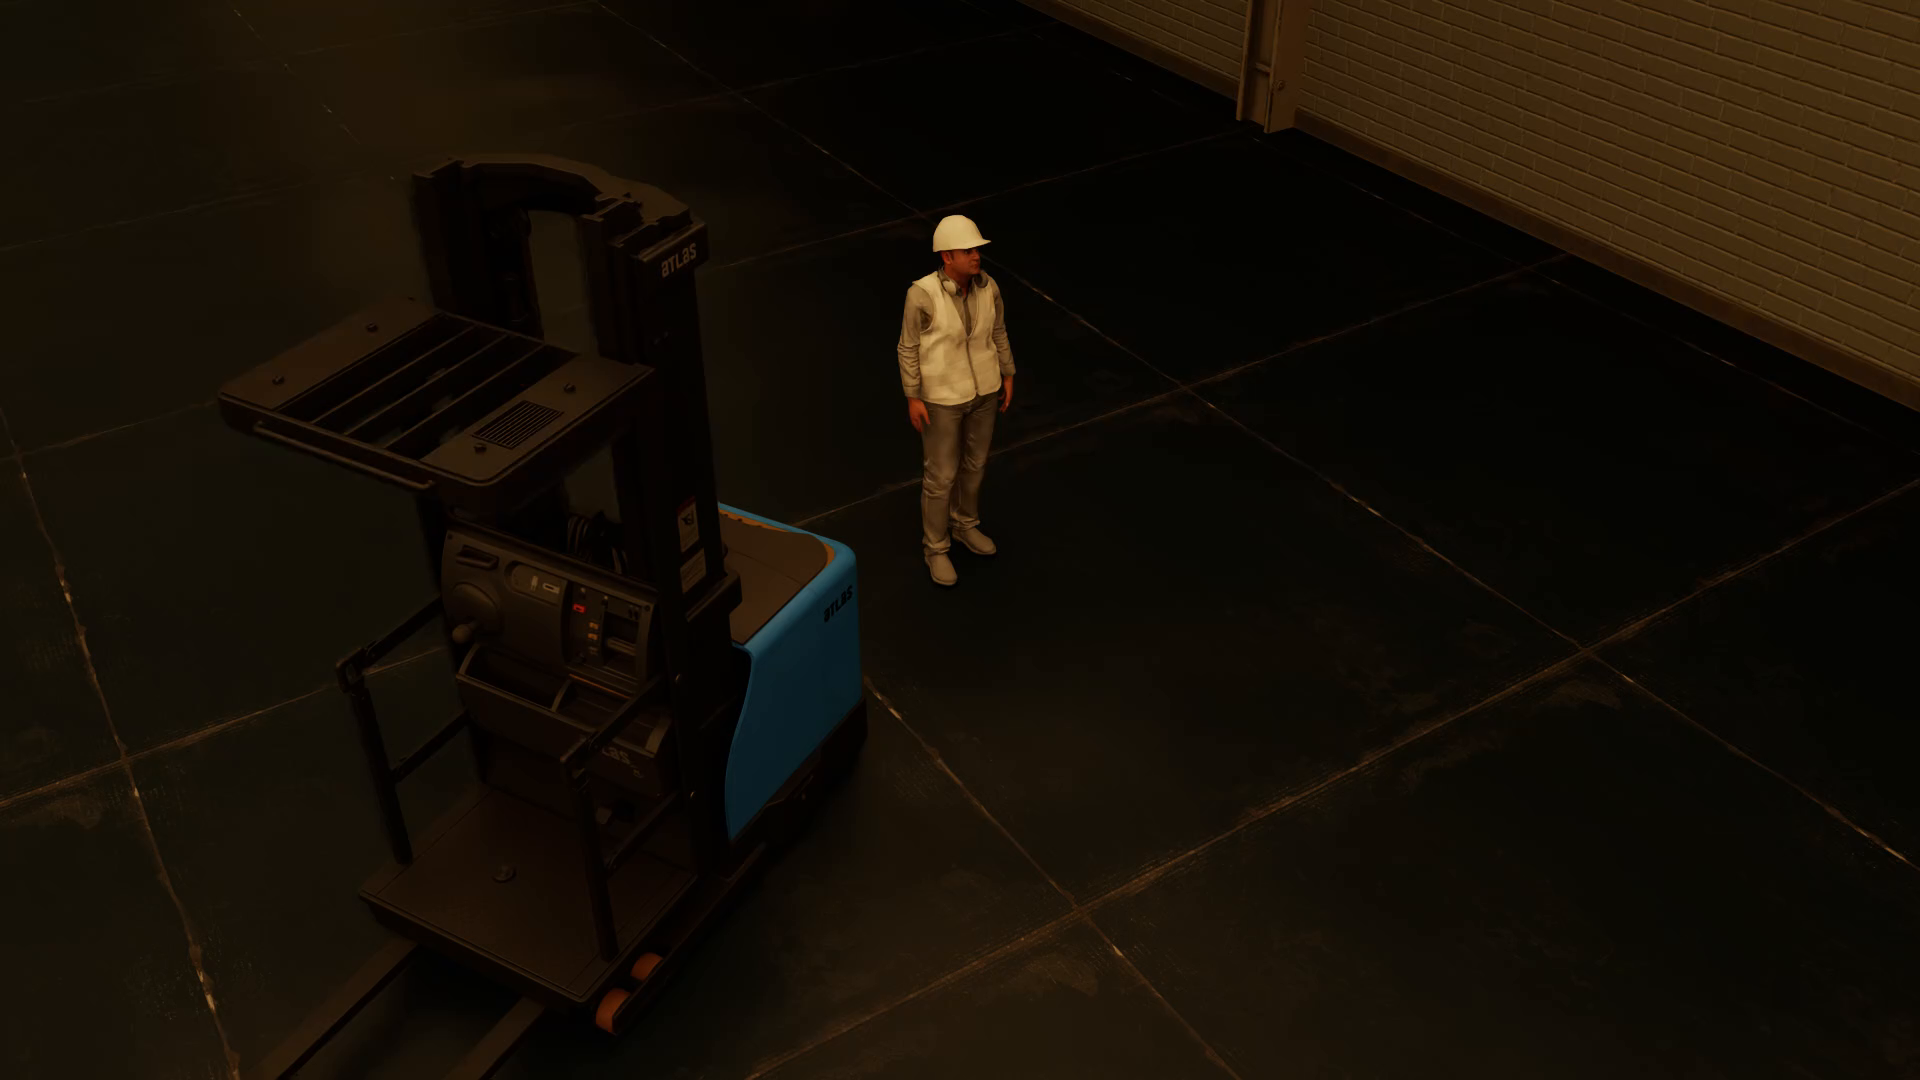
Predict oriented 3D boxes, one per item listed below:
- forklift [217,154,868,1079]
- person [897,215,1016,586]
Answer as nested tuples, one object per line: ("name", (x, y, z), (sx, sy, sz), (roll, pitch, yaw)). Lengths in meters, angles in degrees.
("forklift", (-1.558, 0.315, 5.699), (1.130, 2.935, 3.031), (17, 39, 23))
("person", (0.028, -0.699, 8.137), (0.633, 1.775, 0.566), (-21, 40, -27))
